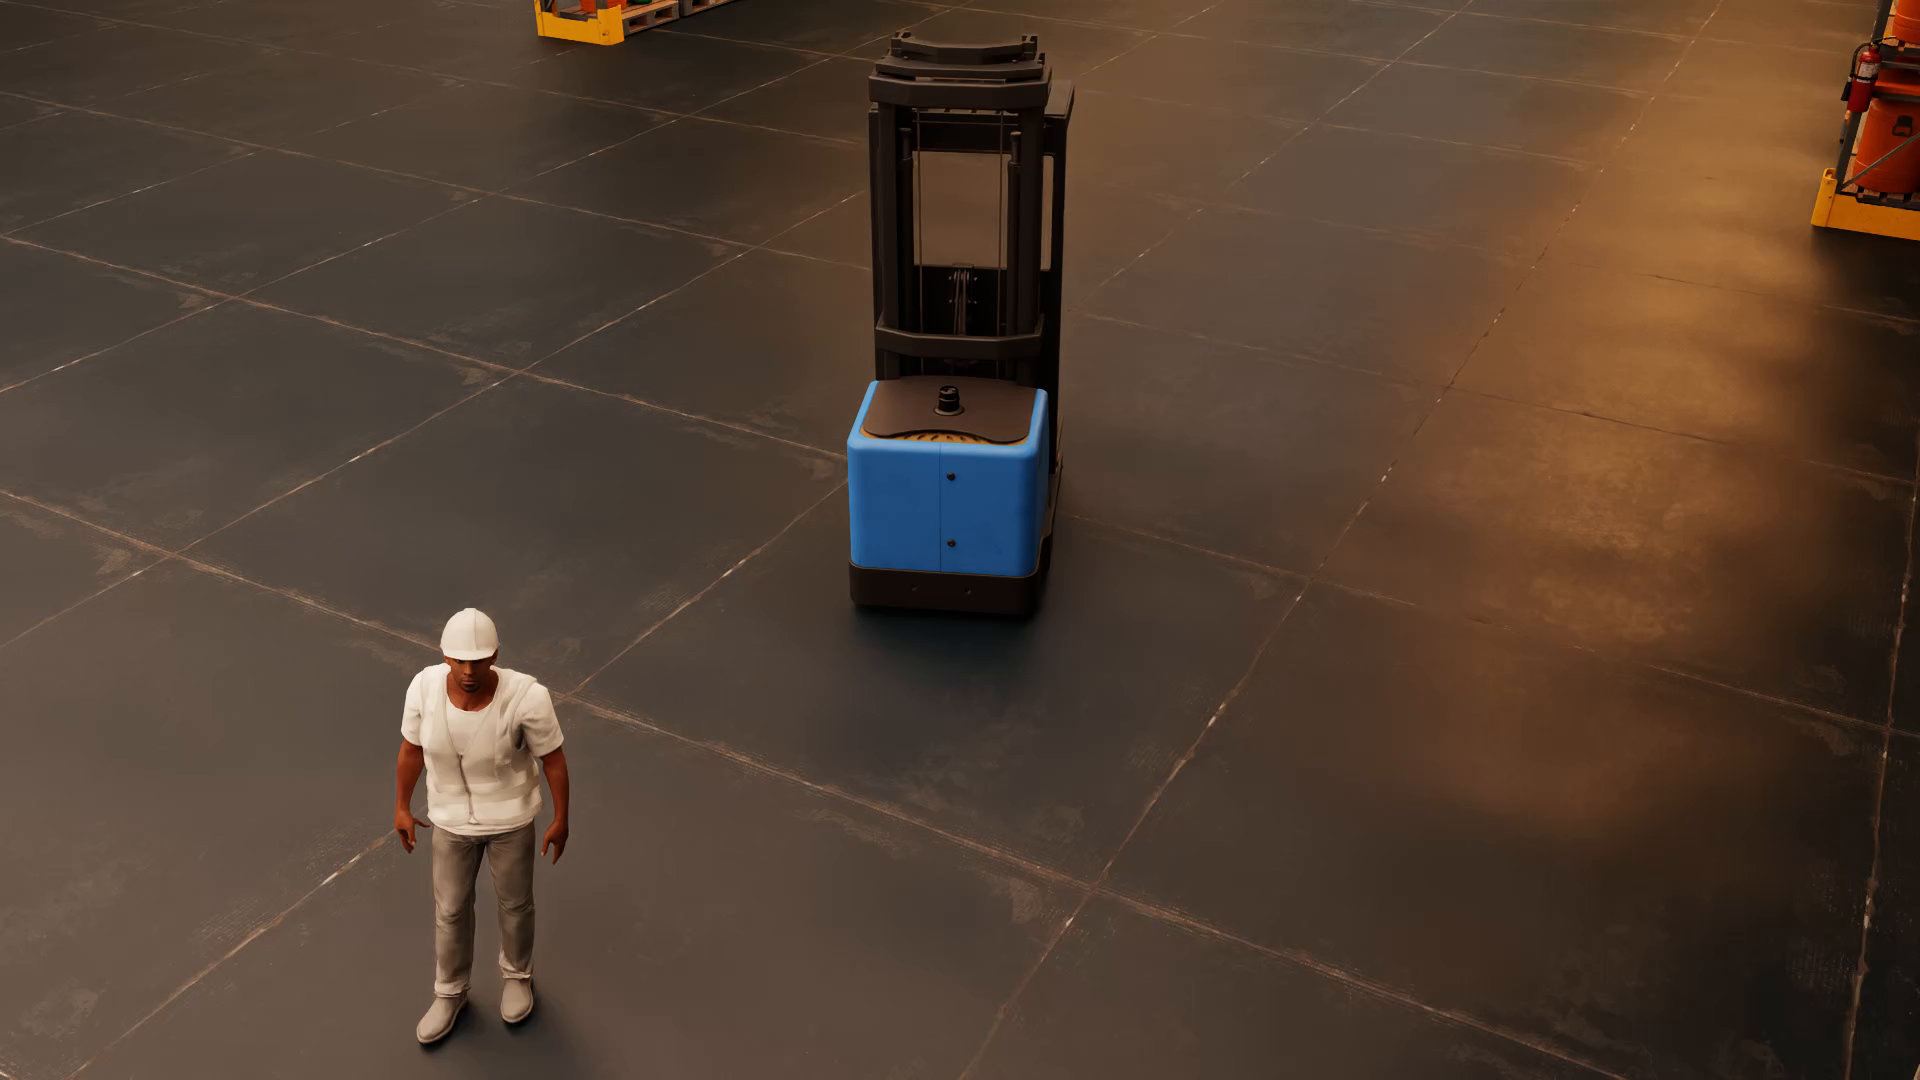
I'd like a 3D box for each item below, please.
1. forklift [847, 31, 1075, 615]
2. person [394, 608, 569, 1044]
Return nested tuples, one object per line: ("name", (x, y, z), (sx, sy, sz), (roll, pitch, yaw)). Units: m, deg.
("forklift", (0.072, -1.572, 9.794), (1.130, 2.935, 3.031), (3, 30, 6))
("person", (-1.829, 1.092, 6.330), (0.665, 1.767, 0.576), (0, 30, 1))
